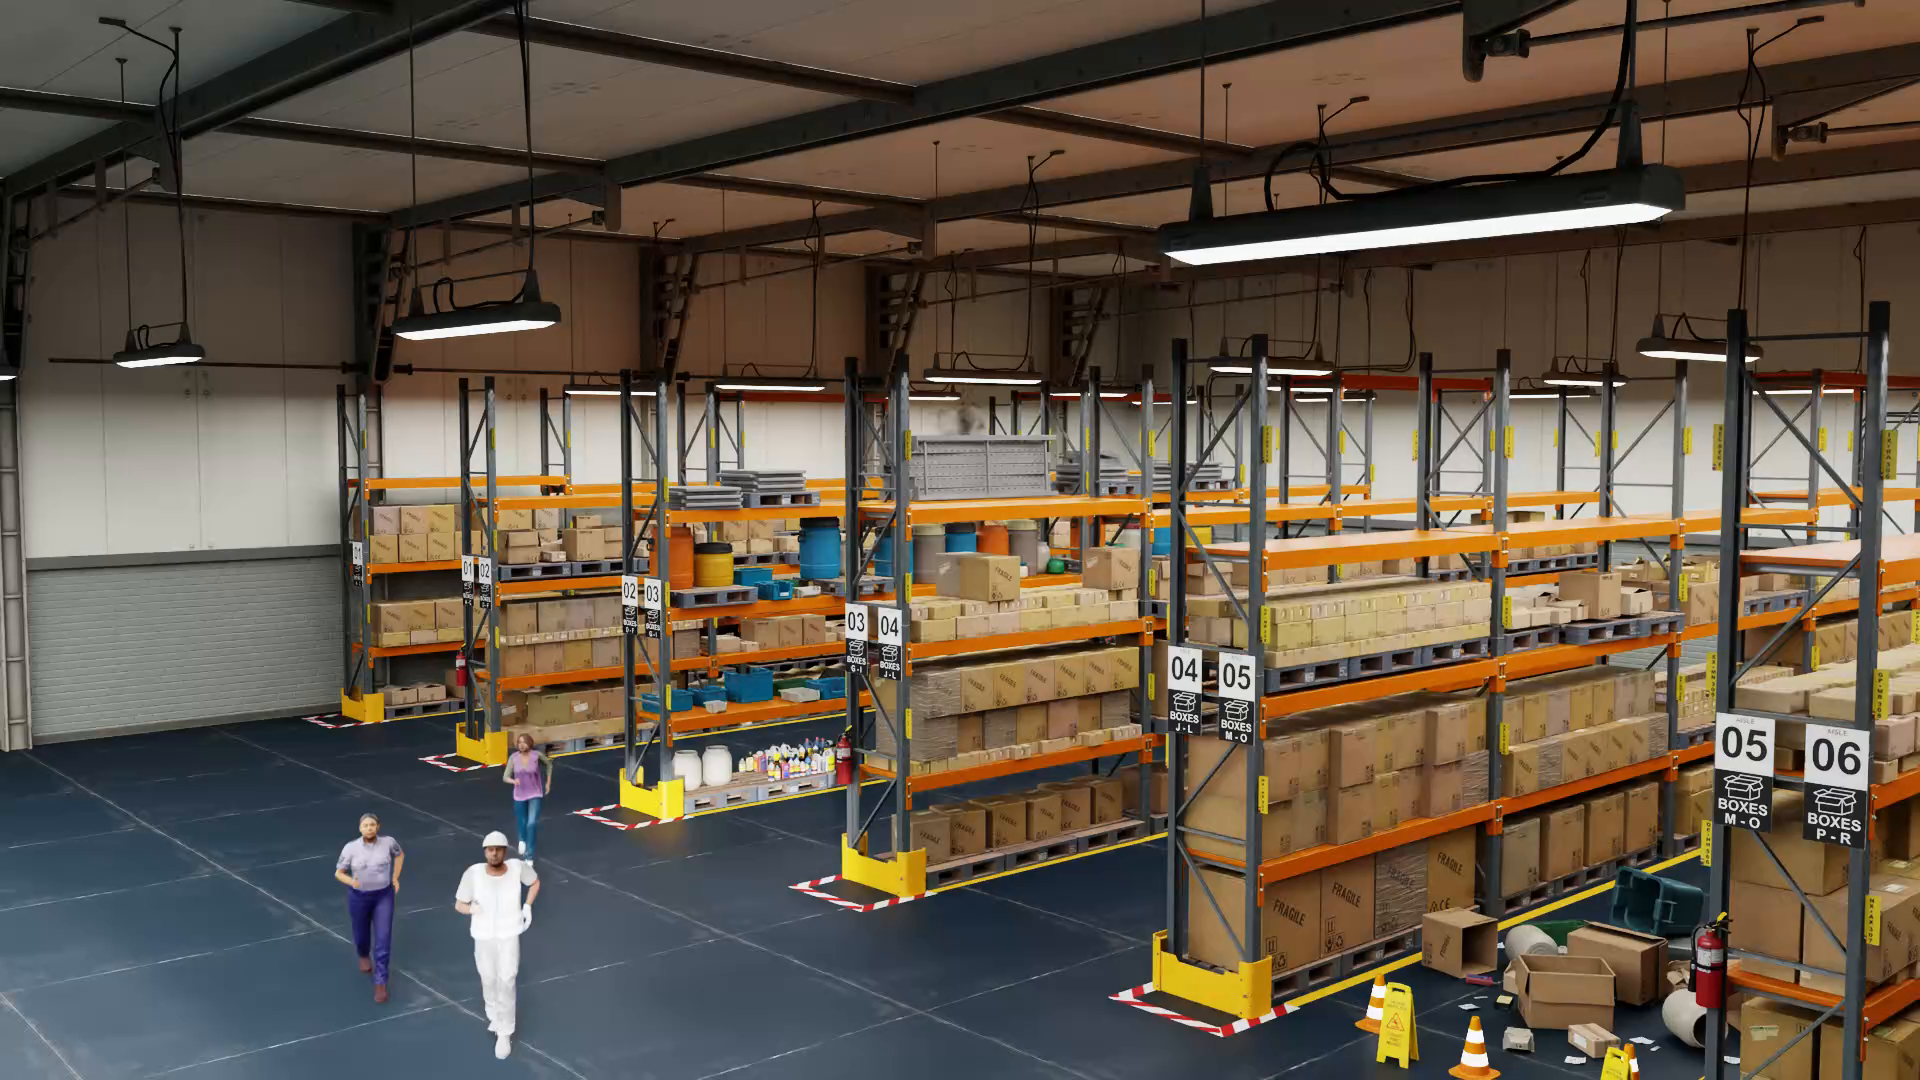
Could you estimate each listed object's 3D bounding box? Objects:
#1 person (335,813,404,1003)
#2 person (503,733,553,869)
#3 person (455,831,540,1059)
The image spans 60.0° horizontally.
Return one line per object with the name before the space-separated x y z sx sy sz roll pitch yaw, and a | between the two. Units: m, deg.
person | -5.426 3.329 15.327 0.609 1.648 0.921 -1 4 -21
person | -5.115 3.080 19.716 0.549 1.598 0.874 0 4 -5
person | -3.884 3.348 13.960 0.670 1.826 0.750 -1 4 -9
